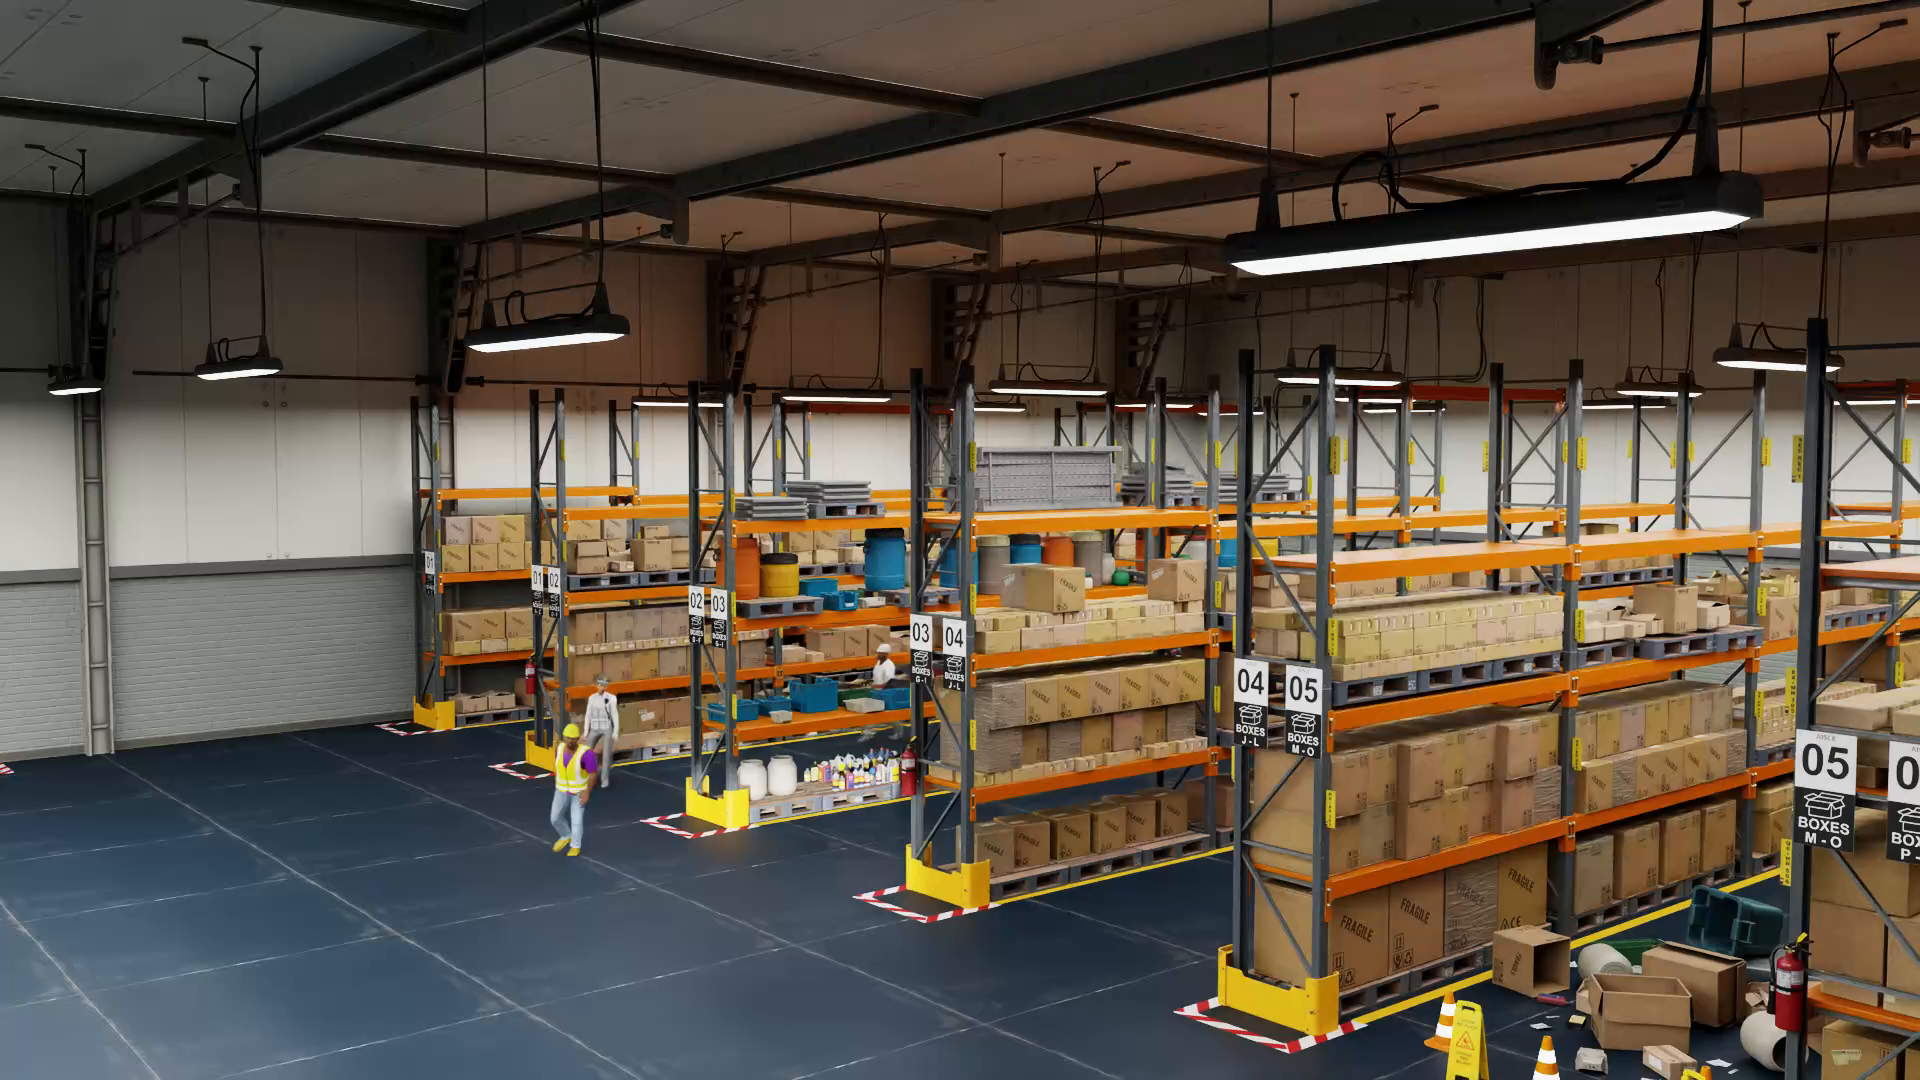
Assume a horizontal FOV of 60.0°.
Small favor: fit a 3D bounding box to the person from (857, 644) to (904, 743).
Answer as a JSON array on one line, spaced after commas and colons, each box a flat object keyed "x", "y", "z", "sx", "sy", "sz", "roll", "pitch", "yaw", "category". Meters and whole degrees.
[{"x": -1.283, "y": 2.610, "z": 28.276, "sx": 0.833, "sy": 1.735, "sz": 0.743, "roll": -2, "pitch": 4, "yaw": -31, "category": "person"}]

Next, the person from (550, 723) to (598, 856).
[{"x": -4.770, "y": 3.090, "z": 20.557, "sx": 0.674, "sy": 1.704, "sz": 0.685, "roll": 1, "pitch": 3, "yaw": 10, "category": "person"}]

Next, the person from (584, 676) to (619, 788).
[{"x": -5.451, "y": 2.858, "z": 25.112, "sx": 0.695, "sy": 1.670, "sz": 0.583, "roll": 1, "pitch": 3, "yaw": 11, "category": "person"}]
